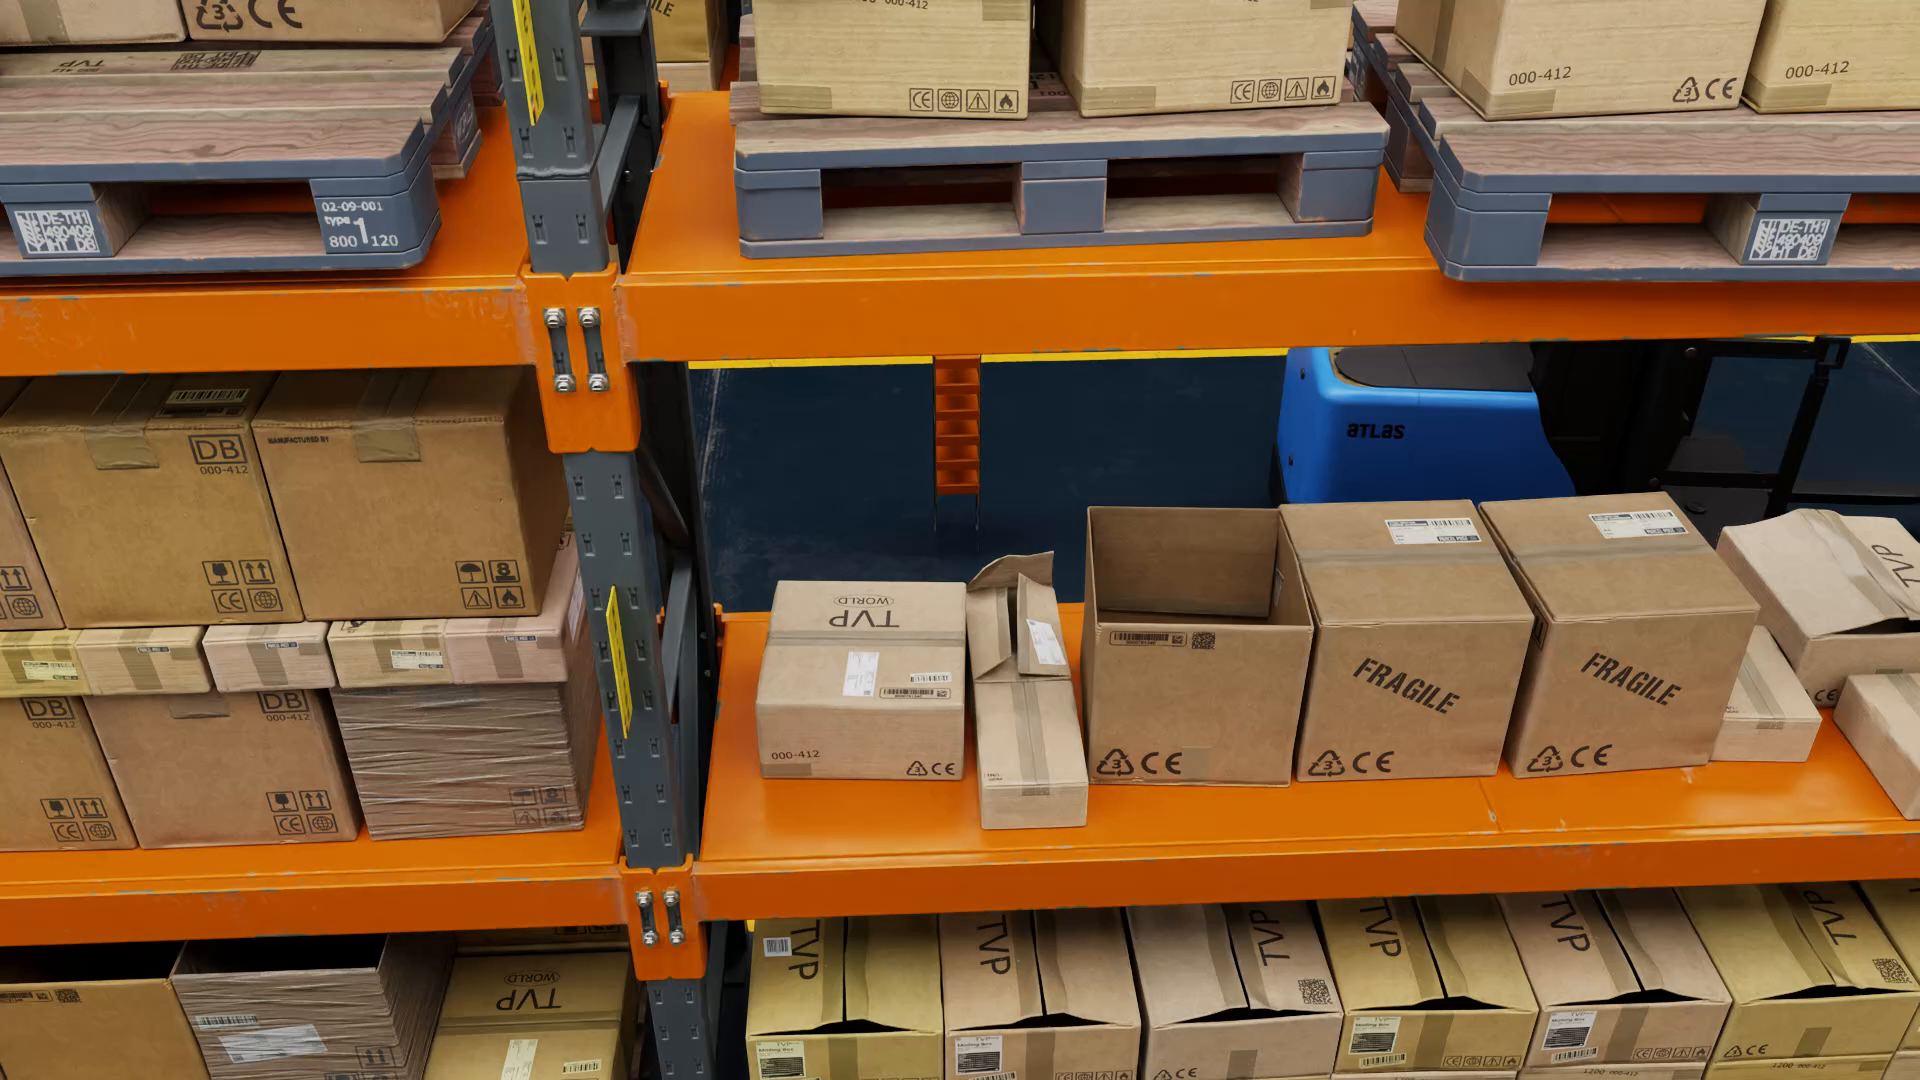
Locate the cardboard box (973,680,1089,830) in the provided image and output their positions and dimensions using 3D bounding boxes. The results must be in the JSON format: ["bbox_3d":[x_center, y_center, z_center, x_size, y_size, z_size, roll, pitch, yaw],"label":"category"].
[{"bbox_3d":[0.168,0.522,4.080,0.250,0.149,0.380,-2,35,-2],"label":"cardboard box"}]

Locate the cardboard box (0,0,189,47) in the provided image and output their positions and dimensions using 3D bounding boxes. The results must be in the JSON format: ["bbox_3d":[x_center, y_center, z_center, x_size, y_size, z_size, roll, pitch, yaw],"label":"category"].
[{"bbox_3d":[-1.782,-1.222,3.330,0.500,0.311,0.500,-3,35,-5],"label":"cardboard box"}]

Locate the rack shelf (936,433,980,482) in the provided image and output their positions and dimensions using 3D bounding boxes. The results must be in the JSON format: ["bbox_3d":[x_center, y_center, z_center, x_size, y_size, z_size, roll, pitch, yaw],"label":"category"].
[{"bbox_3d":[-0.014,-0.358,7.002,0.180,0.103,0.258,-2,35,-2],"label":"rack shelf"}]

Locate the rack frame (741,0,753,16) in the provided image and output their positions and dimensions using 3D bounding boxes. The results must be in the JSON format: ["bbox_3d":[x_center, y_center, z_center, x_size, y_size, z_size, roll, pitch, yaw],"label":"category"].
[{"bbox_3d":[-0.965,-2.489,8.210,0.127,3.000,1.000,-2,35,-2],"label":"rack frame"}]

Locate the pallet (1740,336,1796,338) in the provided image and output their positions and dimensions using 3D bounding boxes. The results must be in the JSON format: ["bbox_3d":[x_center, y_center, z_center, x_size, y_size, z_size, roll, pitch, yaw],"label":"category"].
[{"bbox_3d":[3.821,-1.428,9.129,1.213,0.211,1.003,-2,35,-2],"label":"pallet"}]

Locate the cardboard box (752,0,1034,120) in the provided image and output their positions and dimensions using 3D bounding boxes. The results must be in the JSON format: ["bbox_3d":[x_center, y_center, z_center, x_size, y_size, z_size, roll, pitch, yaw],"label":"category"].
[{"bbox_3d":[-0.111,-1.029,3.228,0.500,0.250,0.500,2,35,3],"label":"cardboard box"}]

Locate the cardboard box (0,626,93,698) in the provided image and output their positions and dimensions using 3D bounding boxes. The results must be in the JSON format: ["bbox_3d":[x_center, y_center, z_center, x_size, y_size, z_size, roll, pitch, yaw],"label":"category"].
[{"bbox_3d":[-2.005,0.174,3.704,0.250,0.149,0.380,-2,35,-2],"label":"cardboard box"}]

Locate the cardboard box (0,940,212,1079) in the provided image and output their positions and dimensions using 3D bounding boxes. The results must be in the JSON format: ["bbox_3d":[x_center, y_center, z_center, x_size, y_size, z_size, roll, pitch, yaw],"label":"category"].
[{"bbox_3d":[-2.179,1.136,4.361,0.500,0.500,0.500,-2,35,-2],"label":"cardboard box"}]

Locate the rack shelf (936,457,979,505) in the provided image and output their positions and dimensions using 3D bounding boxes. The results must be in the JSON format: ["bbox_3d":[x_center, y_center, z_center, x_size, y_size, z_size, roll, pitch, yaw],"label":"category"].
[{"bbox_3d":[-0.014,-0.259,7.070,0.180,0.103,0.258,-2,35,-2],"label":"rack shelf"}]

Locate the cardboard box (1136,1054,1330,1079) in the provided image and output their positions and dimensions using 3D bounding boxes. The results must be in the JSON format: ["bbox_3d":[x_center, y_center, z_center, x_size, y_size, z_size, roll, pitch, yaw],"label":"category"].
[{"bbox_3d":[0.716,1.386,4.658,0.500,0.250,0.500,-3,35,-4],"label":"cardboard box"}]

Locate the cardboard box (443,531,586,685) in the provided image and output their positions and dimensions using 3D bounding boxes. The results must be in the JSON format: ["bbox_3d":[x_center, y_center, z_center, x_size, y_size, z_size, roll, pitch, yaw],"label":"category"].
[{"bbox_3d":[-0.988,0.148,3.742,0.250,0.149,0.380,-2,35,-2],"label":"cardboard box"}]

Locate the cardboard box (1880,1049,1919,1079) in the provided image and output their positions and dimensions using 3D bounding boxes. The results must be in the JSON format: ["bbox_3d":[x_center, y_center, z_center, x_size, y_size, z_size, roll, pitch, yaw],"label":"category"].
[{"bbox_3d":[2.755,1.330,4.740,0.500,0.250,0.500,-1,35,-1],"label":"cardboard box"}]

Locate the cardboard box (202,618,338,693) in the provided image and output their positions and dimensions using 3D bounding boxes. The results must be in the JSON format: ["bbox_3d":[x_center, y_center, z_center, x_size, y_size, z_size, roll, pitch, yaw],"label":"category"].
[{"bbox_3d":[-1.497,0.162,3.722,0.250,0.149,0.380,-3,35,-4],"label":"cardboard box"}]

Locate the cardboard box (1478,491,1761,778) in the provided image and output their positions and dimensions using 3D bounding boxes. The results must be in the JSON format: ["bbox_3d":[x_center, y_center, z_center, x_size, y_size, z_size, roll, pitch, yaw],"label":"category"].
[{"bbox_3d":[1.593,0.232,4.190,0.500,0.500,0.500,-3,35,-5],"label":"cardboard box"}]

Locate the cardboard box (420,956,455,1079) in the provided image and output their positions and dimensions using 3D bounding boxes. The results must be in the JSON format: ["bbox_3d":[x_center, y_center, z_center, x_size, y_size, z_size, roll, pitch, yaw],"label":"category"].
[{"bbox_3d":[-1.680,1.429,4.596,0.500,0.250,0.500,-2,35,-2],"label":"cardboard box"}]

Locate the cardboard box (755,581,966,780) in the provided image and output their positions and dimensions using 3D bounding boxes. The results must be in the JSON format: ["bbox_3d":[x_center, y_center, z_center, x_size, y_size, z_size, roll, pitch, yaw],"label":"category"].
[{"bbox_3d":[-0.237,0.350,4.240,0.500,0.250,0.500,1,35,1],"label":"cardboard box"}]

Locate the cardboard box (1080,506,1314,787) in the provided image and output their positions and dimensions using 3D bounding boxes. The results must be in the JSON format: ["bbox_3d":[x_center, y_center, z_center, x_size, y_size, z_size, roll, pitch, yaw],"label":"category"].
[{"bbox_3d":[0.567,0.260,4.150,0.500,0.500,0.500,1,35,1],"label":"cardboard box"}]

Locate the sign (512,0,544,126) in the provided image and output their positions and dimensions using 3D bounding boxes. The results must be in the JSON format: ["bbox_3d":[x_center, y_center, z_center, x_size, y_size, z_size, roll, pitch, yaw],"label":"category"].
[{"bbox_3d":[-0.699,-0.836,2.663,0.005,0.325,0.100,-2,35,-2],"label":"sign"}]

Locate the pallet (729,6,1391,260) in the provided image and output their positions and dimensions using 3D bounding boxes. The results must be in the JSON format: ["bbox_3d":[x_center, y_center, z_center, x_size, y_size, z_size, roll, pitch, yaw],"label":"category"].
[{"bbox_3d":[0.154,-0.859,3.388,1.217,0.209,0.805,-3,35,-4],"label":"pallet"}]

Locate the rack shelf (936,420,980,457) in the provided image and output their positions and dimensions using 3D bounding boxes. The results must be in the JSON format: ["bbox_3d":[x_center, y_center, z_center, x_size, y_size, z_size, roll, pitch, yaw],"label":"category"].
[{"bbox_3d":[-0.014,-0.456,6.933,0.180,0.103,0.258,-2,35,-2],"label":"rack shelf"}]

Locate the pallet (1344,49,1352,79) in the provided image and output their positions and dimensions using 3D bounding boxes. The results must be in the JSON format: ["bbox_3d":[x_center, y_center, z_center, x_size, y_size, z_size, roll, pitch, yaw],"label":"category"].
[{"bbox_3d":[2.324,-2.438,8.306,1.003,0.211,1.213,-2,35,-2],"label":"pallet"}]

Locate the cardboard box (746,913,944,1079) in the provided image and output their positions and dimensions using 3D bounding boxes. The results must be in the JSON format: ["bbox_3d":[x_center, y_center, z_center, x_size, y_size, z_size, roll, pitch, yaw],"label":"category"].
[{"bbox_3d":[-0.302,1.185,4.457,0.500,0.311,0.500,-1,35,-2],"label":"cardboard box"}]

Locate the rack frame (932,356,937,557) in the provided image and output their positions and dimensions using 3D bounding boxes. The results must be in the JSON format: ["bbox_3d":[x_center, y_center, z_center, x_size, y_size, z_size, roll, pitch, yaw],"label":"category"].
[{"bbox_3d":[-0.106,-0.491,6.904,0.006,1.200,0.240,-2,35,-2],"label":"rack frame"}]

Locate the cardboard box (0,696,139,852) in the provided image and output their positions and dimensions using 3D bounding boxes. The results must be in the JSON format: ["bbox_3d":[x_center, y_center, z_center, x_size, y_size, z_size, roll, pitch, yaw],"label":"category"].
[{"bbox_3d":[-2.198,0.330,4.049,0.500,0.500,0.700,-1,35,-2],"label":"cardboard box"}]

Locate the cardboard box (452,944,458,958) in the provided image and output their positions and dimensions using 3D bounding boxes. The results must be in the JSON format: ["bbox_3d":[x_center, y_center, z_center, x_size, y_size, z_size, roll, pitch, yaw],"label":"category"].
[{"bbox_3d":[-1.704,1.136,5.021,0.500,0.250,0.500,-2,35,-2],"label":"cardboard box"}]

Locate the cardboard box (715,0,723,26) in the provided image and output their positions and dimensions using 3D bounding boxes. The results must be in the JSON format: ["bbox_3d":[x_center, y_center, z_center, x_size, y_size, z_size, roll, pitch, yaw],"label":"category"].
[{"bbox_3d":[-1.444,-2.850,8.187,0.500,0.500,0.500,-2,35,-3],"label":"cardboard box"}]

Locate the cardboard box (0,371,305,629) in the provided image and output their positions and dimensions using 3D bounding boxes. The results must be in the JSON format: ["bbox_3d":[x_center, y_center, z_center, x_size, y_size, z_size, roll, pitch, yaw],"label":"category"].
[{"bbox_3d":[-1.674,-0.218,3.701,0.500,0.500,0.700,-2,35,-2],"label":"cardboard box"}]

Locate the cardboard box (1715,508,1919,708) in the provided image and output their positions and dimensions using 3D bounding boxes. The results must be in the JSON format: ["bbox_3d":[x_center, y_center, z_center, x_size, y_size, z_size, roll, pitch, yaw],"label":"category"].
[{"bbox_3d":[2.366,0.170,4.447,0.500,0.311,0.500,-2,35,-3],"label":"cardboard box"}]

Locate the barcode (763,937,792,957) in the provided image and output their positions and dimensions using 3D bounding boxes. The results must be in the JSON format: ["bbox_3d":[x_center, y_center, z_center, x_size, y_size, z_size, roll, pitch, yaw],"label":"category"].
[{"bbox_3d":[-0.452,1.009,4.123,0.075,0.075,0.001,-2,35,-2],"label":"barcode"}]

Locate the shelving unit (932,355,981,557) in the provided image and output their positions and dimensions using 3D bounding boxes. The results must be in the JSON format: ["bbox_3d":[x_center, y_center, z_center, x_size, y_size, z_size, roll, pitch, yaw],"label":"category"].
[{"bbox_3d":[-0.014,-0.493,6.908,0.189,1.200,0.258,-2,35,-2],"label":"shelving unit"}]

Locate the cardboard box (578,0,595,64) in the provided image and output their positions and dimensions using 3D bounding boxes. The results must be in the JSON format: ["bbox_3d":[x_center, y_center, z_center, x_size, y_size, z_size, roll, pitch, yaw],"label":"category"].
[{"bbox_3d":[-1.921,-2.539,7.738,0.500,0.500,0.500,-2,35,-2],"label":"cardboard box"}]

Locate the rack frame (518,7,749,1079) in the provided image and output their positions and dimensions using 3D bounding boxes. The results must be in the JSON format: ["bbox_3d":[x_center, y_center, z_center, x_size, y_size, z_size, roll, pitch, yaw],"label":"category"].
[{"bbox_3d":[-0.727,0.327,4.142,0.127,3.000,1.000,-2,35,-2],"label":"rack frame"}]

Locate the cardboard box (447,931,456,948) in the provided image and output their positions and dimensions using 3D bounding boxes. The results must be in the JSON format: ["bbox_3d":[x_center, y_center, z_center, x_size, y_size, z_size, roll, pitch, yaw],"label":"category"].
[{"bbox_3d":[-1.704,0.829,4.805,0.500,0.500,0.500,-2,35,-2],"label":"cardboard box"}]

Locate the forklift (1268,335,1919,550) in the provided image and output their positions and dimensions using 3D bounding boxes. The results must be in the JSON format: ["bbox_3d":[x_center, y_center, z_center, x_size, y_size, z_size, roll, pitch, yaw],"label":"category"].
[{"bbox_3d":[2.872,-1.101,6.265,3.031,2.935,1.130,2,35,3],"label":"forklift"}]

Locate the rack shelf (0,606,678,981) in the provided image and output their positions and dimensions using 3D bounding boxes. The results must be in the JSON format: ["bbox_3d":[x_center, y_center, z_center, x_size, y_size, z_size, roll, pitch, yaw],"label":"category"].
[{"bbox_3d":[-2.725,0.677,4.269,4.000,0.370,1.077,-2,35,-2],"label":"rack shelf"}]

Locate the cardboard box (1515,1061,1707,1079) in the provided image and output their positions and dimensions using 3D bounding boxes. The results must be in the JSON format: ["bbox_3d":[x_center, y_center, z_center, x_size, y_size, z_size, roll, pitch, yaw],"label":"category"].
[{"bbox_3d":[1.737,1.358,4.700,0.500,0.250,0.500,-1,35,-1],"label":"cardboard box"}]

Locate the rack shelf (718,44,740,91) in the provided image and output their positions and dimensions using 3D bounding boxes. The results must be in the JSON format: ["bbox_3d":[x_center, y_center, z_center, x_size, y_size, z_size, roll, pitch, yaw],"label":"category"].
[{"bbox_3d":[-2.963,-2.139,8.337,4.000,0.370,1.077,-2,35,-2],"label":"rack shelf"}]

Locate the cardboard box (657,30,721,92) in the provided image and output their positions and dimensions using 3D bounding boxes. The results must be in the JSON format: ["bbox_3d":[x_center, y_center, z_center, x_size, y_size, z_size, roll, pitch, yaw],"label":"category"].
[{"bbox_3d":[-1.424,-2.250,7.980,0.500,0.250,0.500,-1,35,-2],"label":"cardboard box"}]

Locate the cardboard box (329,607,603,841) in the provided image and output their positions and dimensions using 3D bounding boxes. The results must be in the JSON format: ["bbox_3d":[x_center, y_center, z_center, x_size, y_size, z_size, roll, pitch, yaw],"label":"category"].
[{"bbox_3d":[-1.170,0.301,4.091,0.500,0.500,0.700,-2,35,-3],"label":"cardboard box"}]

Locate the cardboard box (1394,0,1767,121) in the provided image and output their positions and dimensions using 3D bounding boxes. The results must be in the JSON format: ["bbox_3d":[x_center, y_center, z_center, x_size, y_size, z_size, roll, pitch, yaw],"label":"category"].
[{"bbox_3d":[1.186,-1.034,3.236,0.500,0.250,0.500,-4,35,-6],"label":"cardboard box"}]

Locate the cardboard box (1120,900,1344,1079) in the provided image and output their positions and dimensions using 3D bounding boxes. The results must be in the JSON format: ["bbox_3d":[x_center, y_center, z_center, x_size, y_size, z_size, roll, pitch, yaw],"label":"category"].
[{"bbox_3d":[0.715,1.160,4.493,0.500,0.311,0.500,-3,35,-4],"label":"cardboard box"}]

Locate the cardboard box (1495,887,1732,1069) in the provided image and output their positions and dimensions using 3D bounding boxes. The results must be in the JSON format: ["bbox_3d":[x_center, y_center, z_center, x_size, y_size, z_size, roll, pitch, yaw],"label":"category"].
[{"bbox_3d":[1.734,1.130,4.535,0.500,0.311,0.500,-2,35,-3],"label":"cardboard box"}]

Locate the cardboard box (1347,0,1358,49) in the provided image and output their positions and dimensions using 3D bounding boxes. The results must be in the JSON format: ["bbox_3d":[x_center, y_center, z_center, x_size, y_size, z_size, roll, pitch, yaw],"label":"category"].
[{"bbox_3d":[2.004,-2.770,8.142,0.500,0.500,0.700,-5,35,-7],"label":"cardboard box"}]

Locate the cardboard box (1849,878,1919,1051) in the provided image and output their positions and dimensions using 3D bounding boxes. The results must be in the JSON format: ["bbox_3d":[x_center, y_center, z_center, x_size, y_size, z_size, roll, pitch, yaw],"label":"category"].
[{"bbox_3d":[2.757,1.101,4.578,0.500,0.311,0.500,-1,35,-1],"label":"cardboard box"}]
